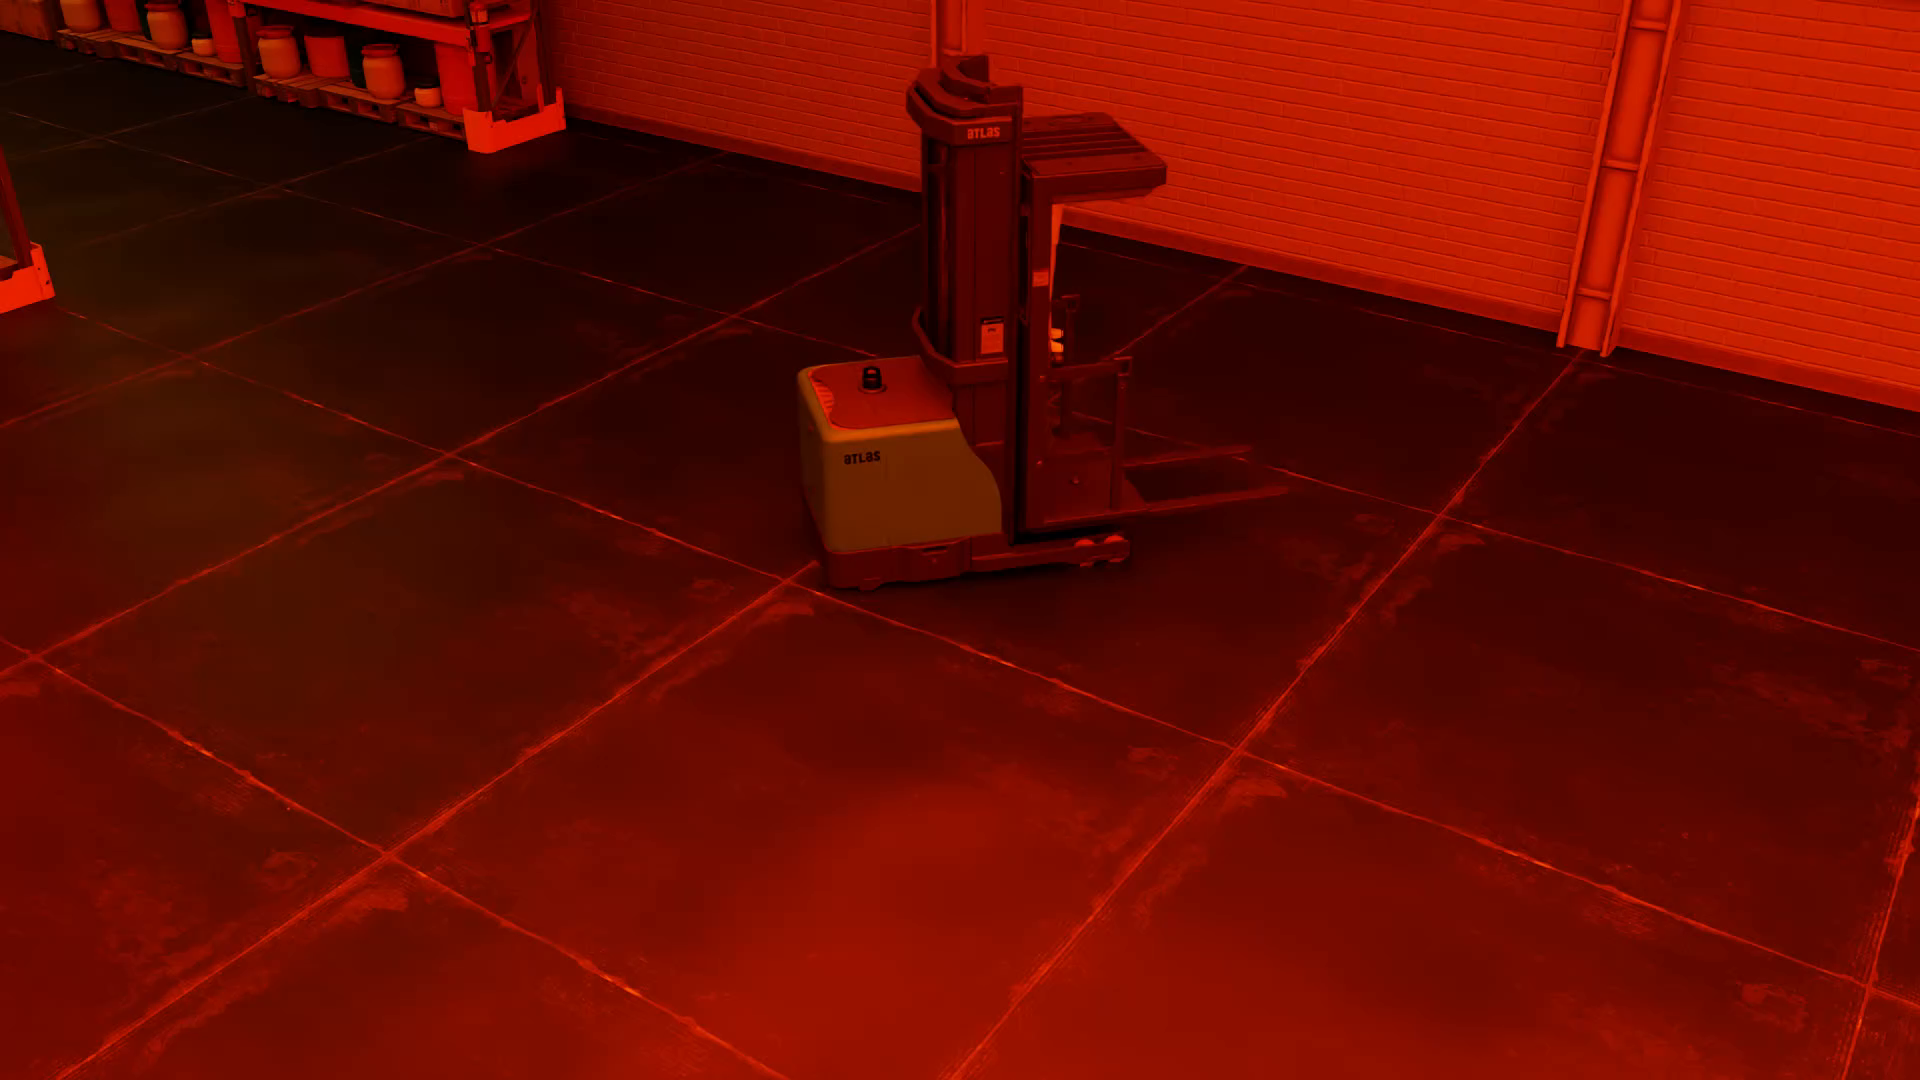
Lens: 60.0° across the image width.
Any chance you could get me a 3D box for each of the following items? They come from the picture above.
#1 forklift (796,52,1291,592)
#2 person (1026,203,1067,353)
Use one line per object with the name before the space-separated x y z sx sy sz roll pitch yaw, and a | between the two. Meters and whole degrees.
forklift | 0.558 -1.352 9.910 3.031 2.935 1.130 -7 31 -13
person | 0.652 -2.294 12.787 0.379 1.671 0.436 1 30 2
